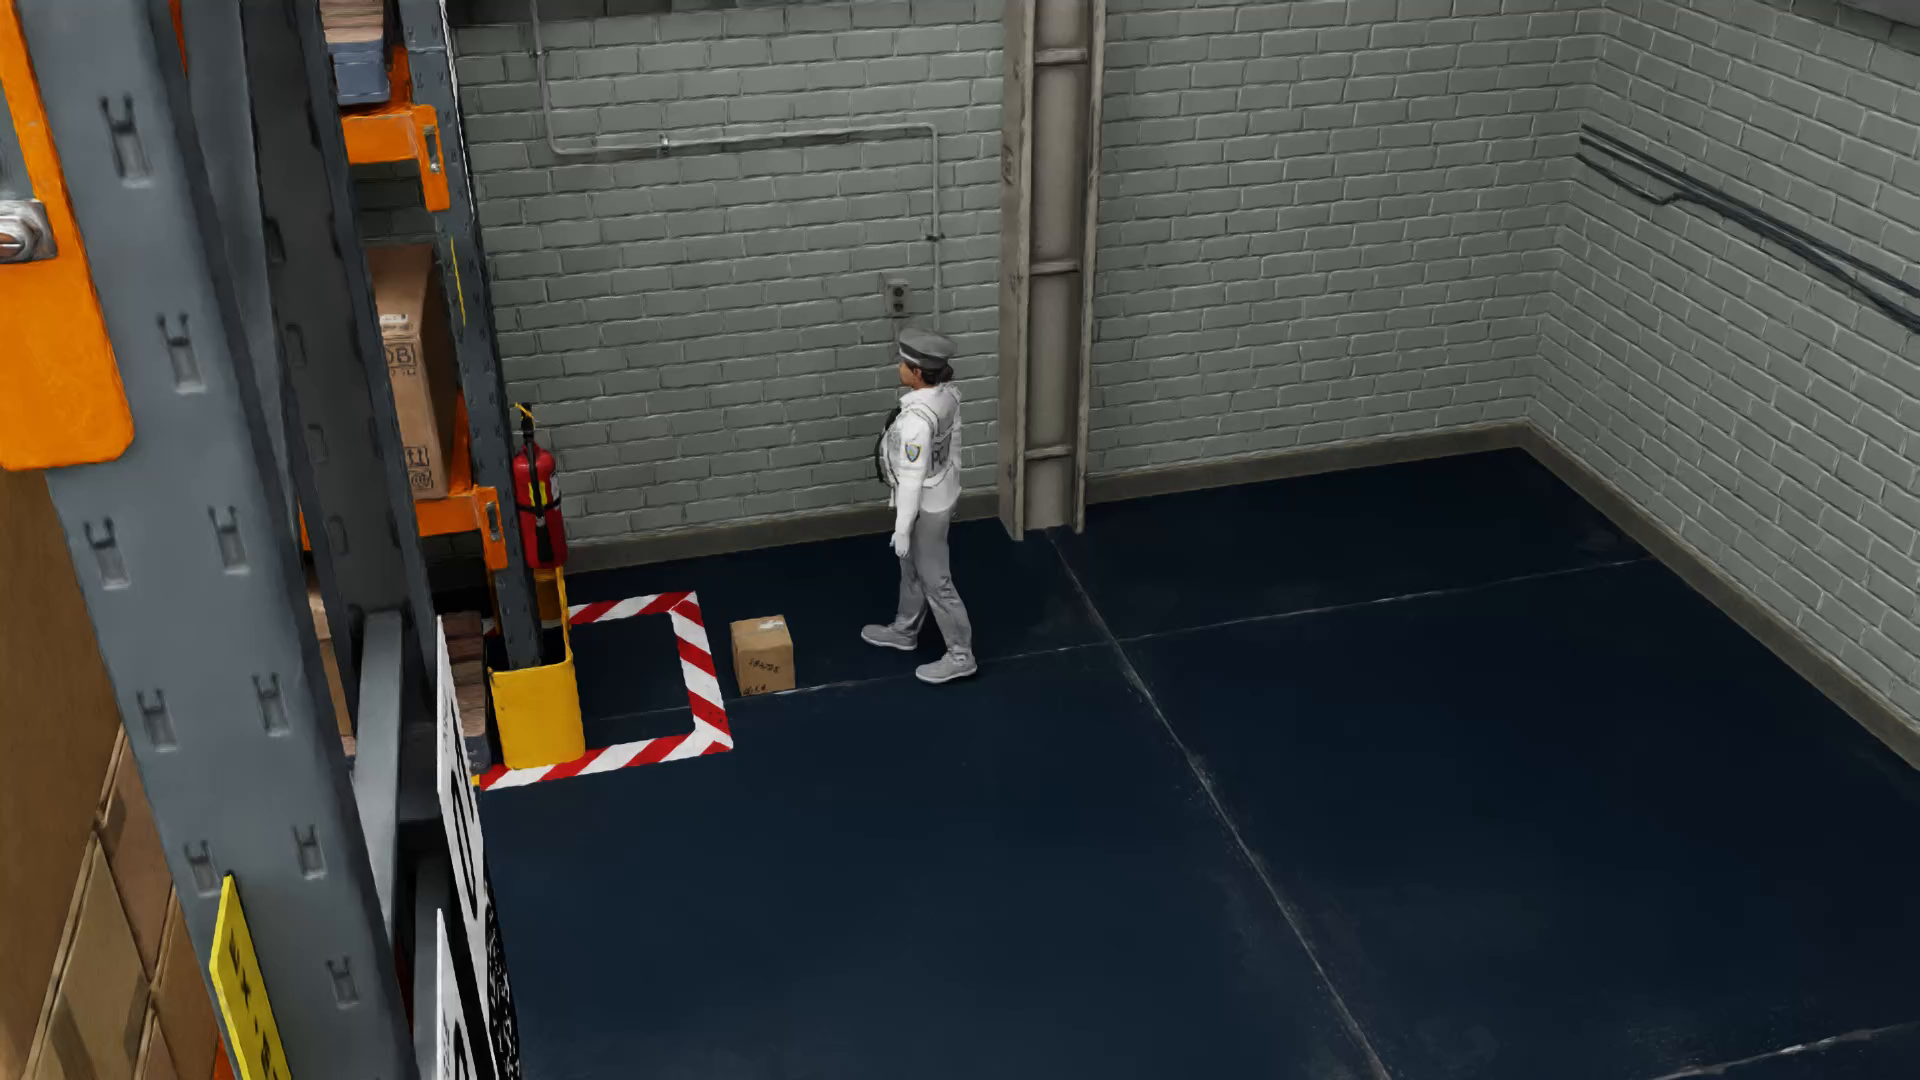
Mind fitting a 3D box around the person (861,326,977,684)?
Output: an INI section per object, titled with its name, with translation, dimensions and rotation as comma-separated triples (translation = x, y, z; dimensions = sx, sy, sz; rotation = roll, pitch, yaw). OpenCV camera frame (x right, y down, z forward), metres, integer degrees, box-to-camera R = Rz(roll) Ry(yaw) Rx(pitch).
[person]
translation = -0.218, -0.148, 7.347
dimensions = 0.599, 1.669, 0.502
rotation = 7, 31, 12
